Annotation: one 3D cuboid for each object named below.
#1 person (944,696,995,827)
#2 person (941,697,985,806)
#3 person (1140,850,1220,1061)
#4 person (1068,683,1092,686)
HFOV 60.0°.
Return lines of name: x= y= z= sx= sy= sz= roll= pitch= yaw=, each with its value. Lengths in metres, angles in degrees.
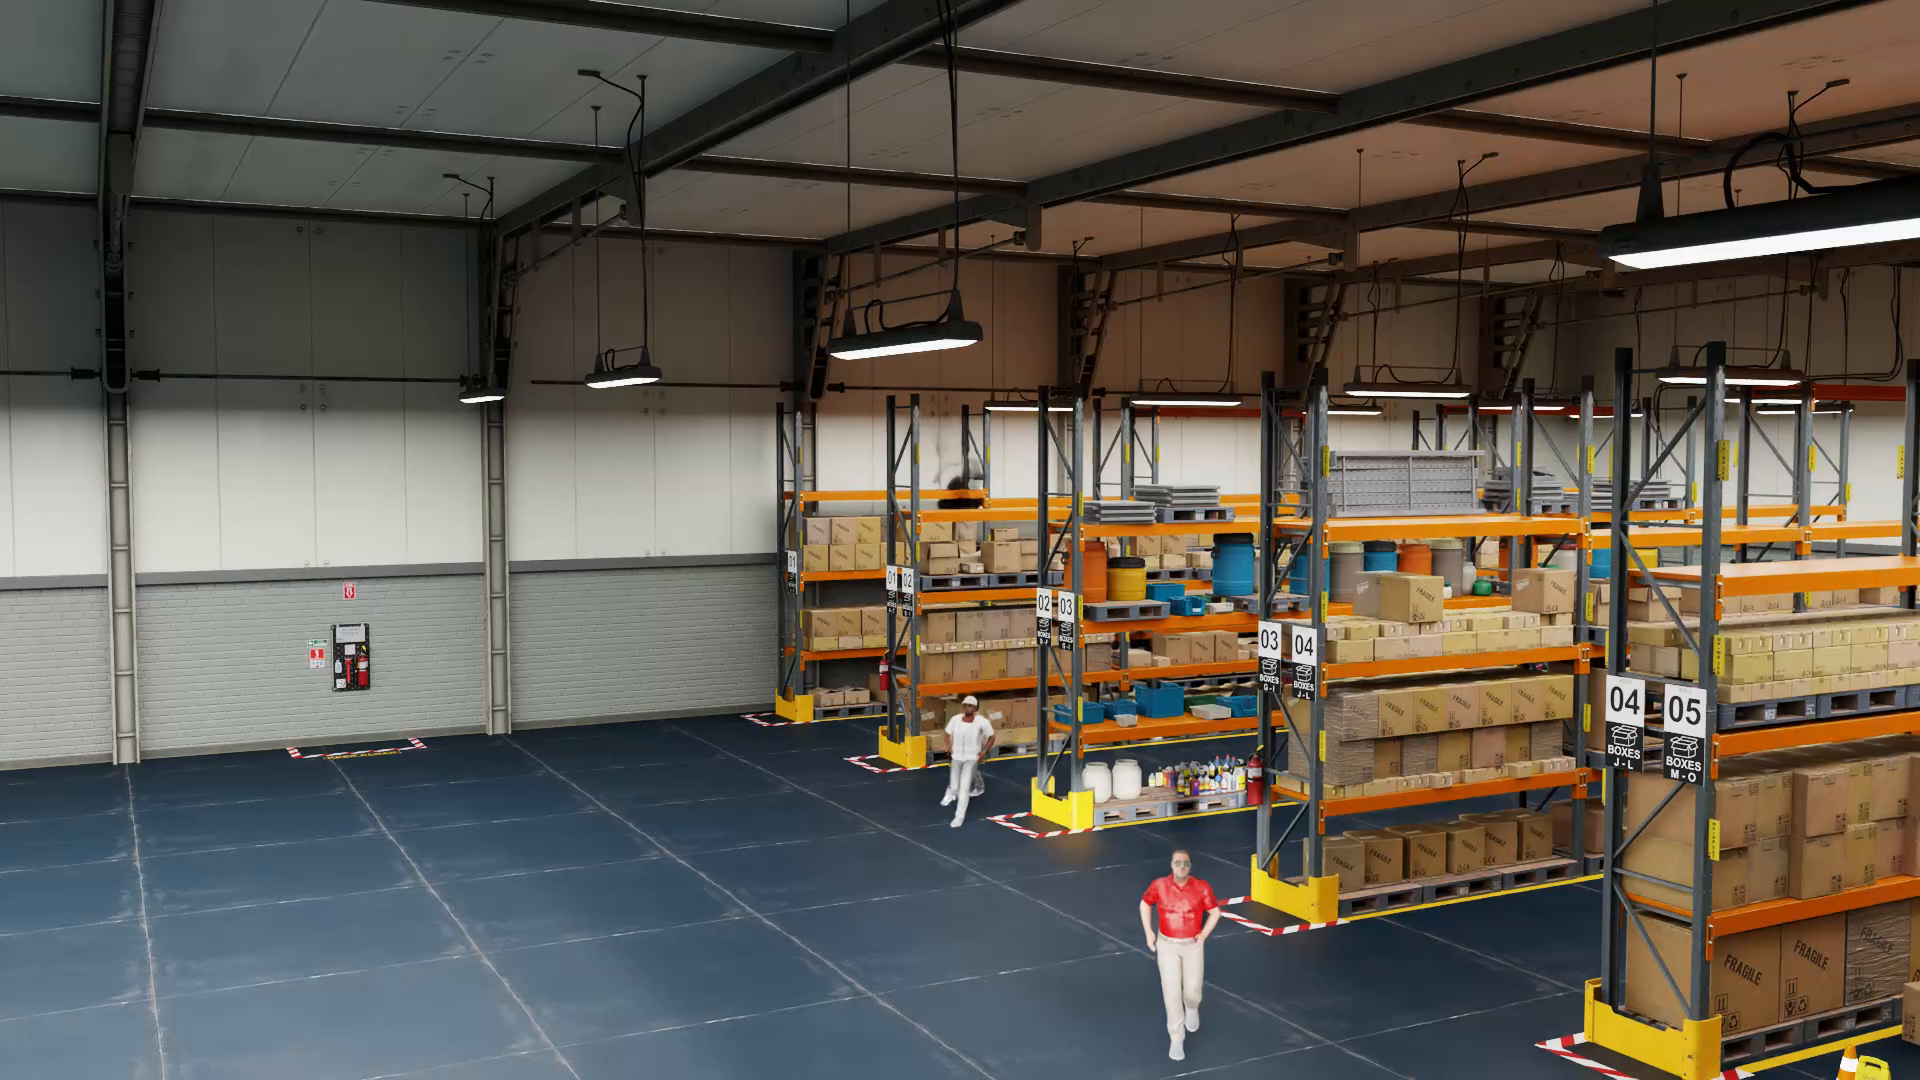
person: x=0.101 y=3.016 z=22.856 sx=0.722 sy=1.769 sz=0.784 roll=1 pitch=3 yaw=18
person: x=0.175 y=3.025 z=23.943 sx=0.602 sy=1.588 sz=0.750 roll=3 pitch=4 yaw=42
person: x=1.891 y=3.509 z=14.320 sx=0.687 sy=1.717 sz=0.772 roll=0 pitch=3 yaw=7
person: x=2.186 y=2.550 z=30.479 sx=0.937 sy=1.847 sz=0.666 roll=-2 pitch=4 yaw=-32
